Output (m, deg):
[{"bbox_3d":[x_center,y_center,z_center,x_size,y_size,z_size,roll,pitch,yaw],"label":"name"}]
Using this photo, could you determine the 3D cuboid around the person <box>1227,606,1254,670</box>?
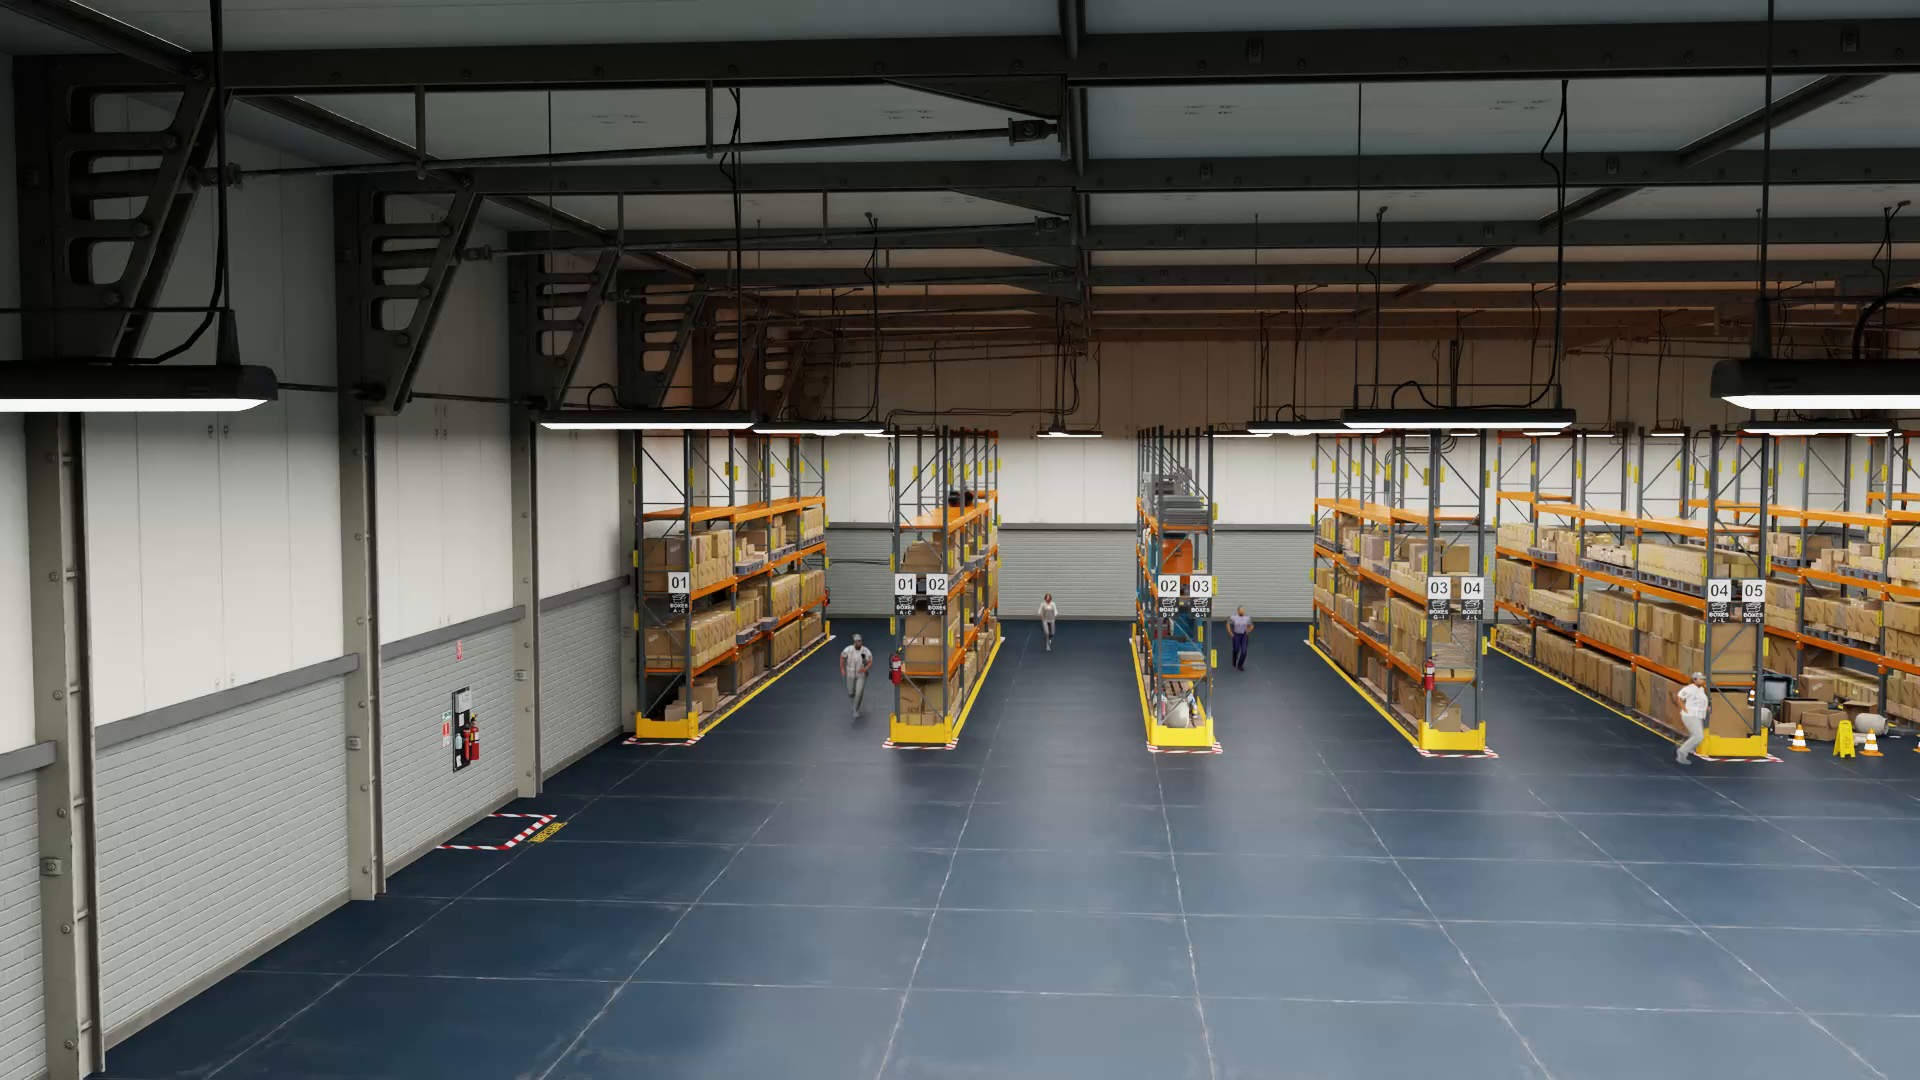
[{"bbox_3d":[6.970,2.439,41.278,0.668,1.606,0.505,0,3,2],"label":"person"}]

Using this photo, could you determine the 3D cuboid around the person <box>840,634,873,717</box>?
[{"bbox_3d":[-2.152,2.803,34.542,0.702,1.740,0.707,0,3,3],"label":"person"}]

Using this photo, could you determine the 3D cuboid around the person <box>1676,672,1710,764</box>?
[{"bbox_3d":[13.003,3.146,29.411,0.617,1.620,0.513,-3,4,-39],"label":"person"}]

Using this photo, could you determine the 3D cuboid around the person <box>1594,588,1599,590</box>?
[{"bbox_3d":[17.025,2.163,44.713,0.687,1.738,0.551,0,3,-8],"label":"person"}]

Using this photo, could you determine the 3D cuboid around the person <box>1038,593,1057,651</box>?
[{"bbox_3d":[2.388,2.227,45.295,0.535,1.548,0.566,0,3,-6],"label":"person"}]
